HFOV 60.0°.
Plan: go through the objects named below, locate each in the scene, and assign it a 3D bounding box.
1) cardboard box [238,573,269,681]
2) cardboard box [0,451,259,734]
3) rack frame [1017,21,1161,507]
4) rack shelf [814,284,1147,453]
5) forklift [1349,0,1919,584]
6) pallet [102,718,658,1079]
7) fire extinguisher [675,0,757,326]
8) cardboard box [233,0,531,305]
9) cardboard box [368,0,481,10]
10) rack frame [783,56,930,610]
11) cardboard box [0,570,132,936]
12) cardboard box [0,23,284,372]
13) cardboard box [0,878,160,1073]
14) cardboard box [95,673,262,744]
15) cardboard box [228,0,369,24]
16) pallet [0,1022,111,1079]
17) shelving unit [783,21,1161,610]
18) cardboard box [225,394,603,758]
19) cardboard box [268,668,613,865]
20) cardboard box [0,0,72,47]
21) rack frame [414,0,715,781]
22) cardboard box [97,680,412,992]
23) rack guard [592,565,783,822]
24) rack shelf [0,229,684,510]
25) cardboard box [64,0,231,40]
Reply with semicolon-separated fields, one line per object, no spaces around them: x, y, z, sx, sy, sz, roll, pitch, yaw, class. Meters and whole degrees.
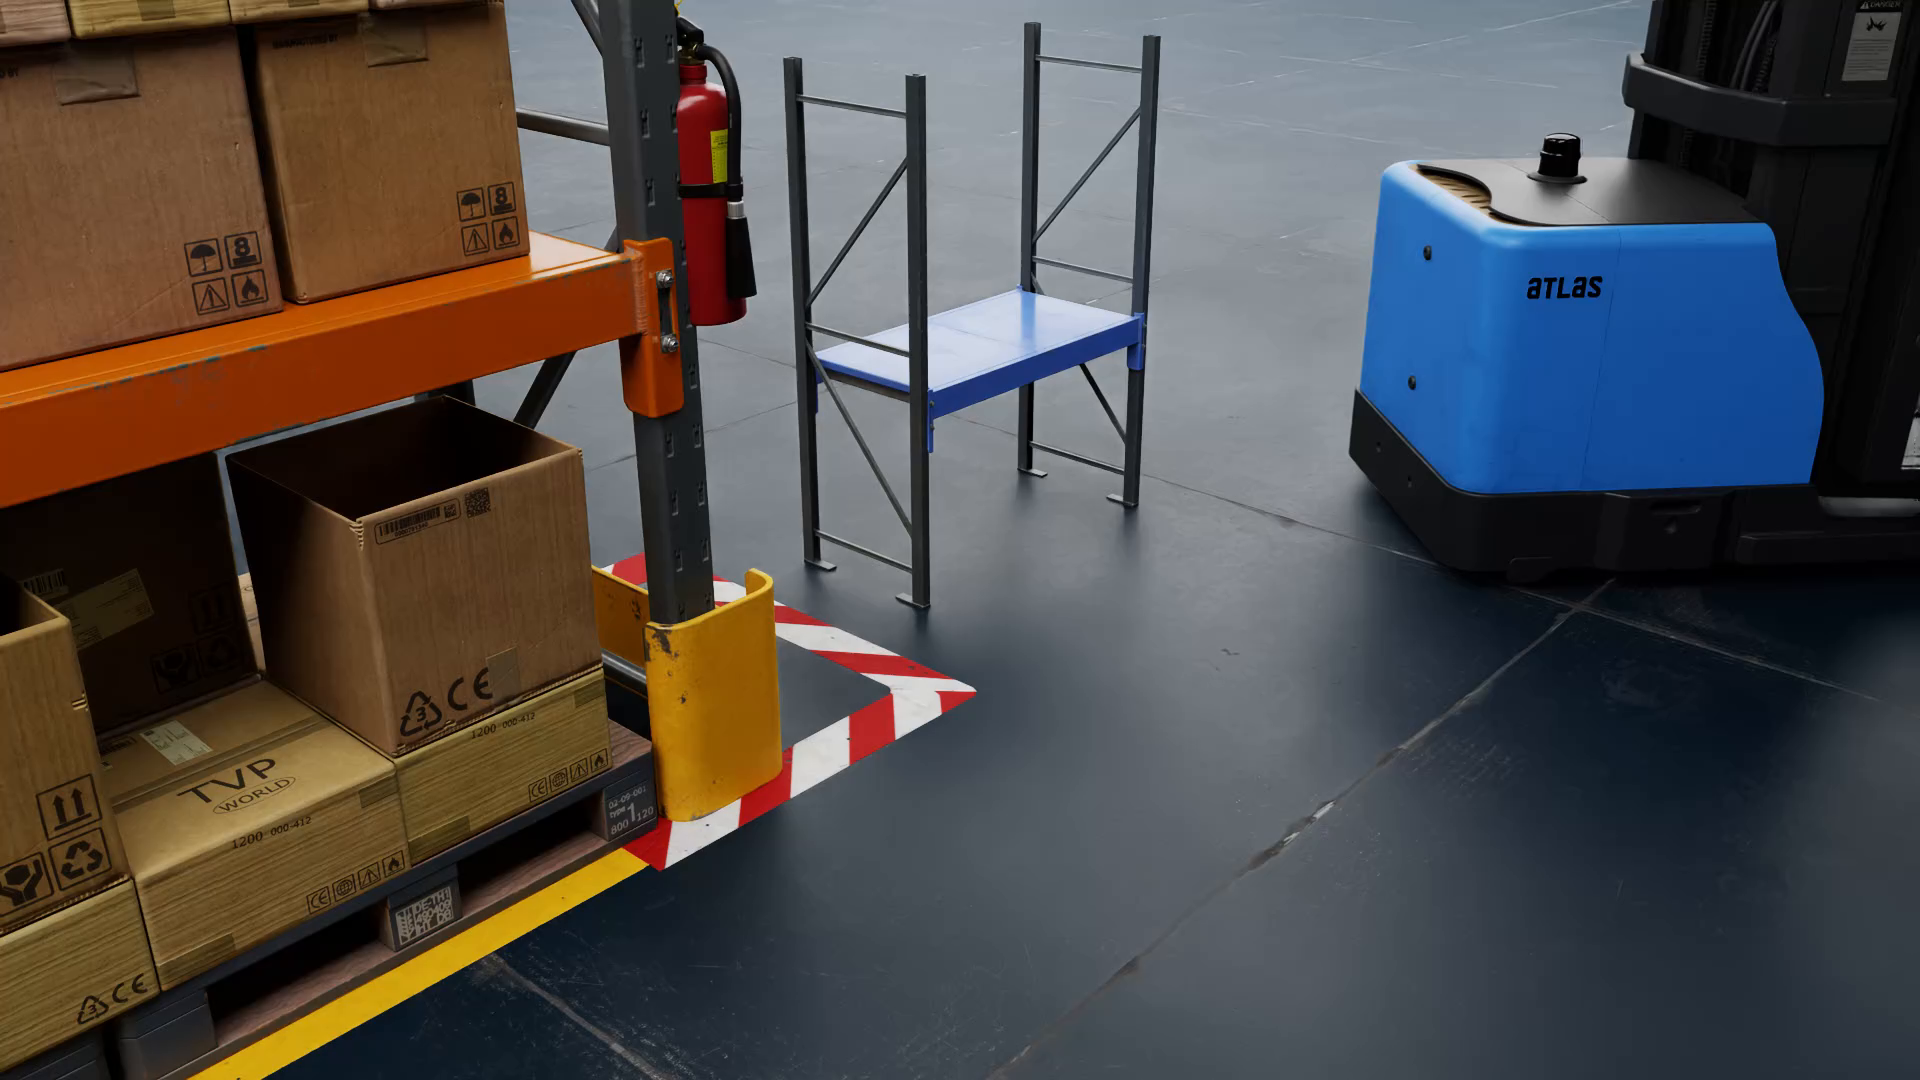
-1.491;0.250;3.874;0.500;0.250;0.500;20;31;38;cardboard box
-1.823;0.060;3.380;0.500;0.500;0.500;20;31;38;cardboard box
0.396;-0.865;5.347;0.500;1.500;0.032;20;31;38;rack frame
0.057;-0.546;5.075;0.538;0.185;1.000;20;31;38;rack shelf
2.886;-1.442;4.885;3.031;2.935;1.130;-2;24;-5;forklift
-1.447;0.601;3.652;1.003;0.211;1.213;20;31;38;pallet
-0.543;-0.790;3.440;0.296;0.674;0.183;20;31;38;fire extinguisher
-1.289;-0.823;3.297;0.700;0.500;0.500;20;31;38;cardboard box
-1.081;-1.089;3.098;0.380;0.149;0.250;20;31;37;cardboard box
-0.282;-0.555;4.656;0.500;1.500;0.032;20;31;38;rack frame
-1.760;0.358;2.716;0.500;0.500;0.500;20;31;38;cardboard box
-1.636;-0.662;2.937;0.700;0.500;0.500;21;32;39;cardboard box
-1.763;0.700;2.871;0.500;0.250;0.500;20;31;38;cardboard box
-1.822;0.403;3.532;0.500;0.250;0.500;20;31;38;cardboard box
-1.254;-1.009;2.919;0.380;0.149;0.250;21;32;39;cardboard box
-2.261;0.971;2.827;1.003;0.211;1.213;20;31;38;pallet
0.057;-0.710;5.001;0.538;1.500;1.048;20;31;38;shelving unit
-1.104;0.050;3.404;0.500;0.500;0.500;20;31;38;cardboard box
-1.106;0.391;3.559;0.500;0.250;0.500;20;31;38;cardboard box
-1.595;-0.855;2.576;0.380;0.149;0.250;21;31;38;cardboard box
-0.968;-0.916;3.627;1.000;3.000;0.127;20;31;38;rack frame
-1.430;0.547;3.212;0.500;0.250;0.500;20;31;38;cardboard box
-0.952;0.217;4.154;1.175;0.500;0.348;20;31;38;rack guard
-2.302;0.022;2.415;1.077;0.370;4.000;20;31;38;rack shelf
-1.425;-0.931;2.745;0.380;0.149;0.250;20;31;37;cardboard box
